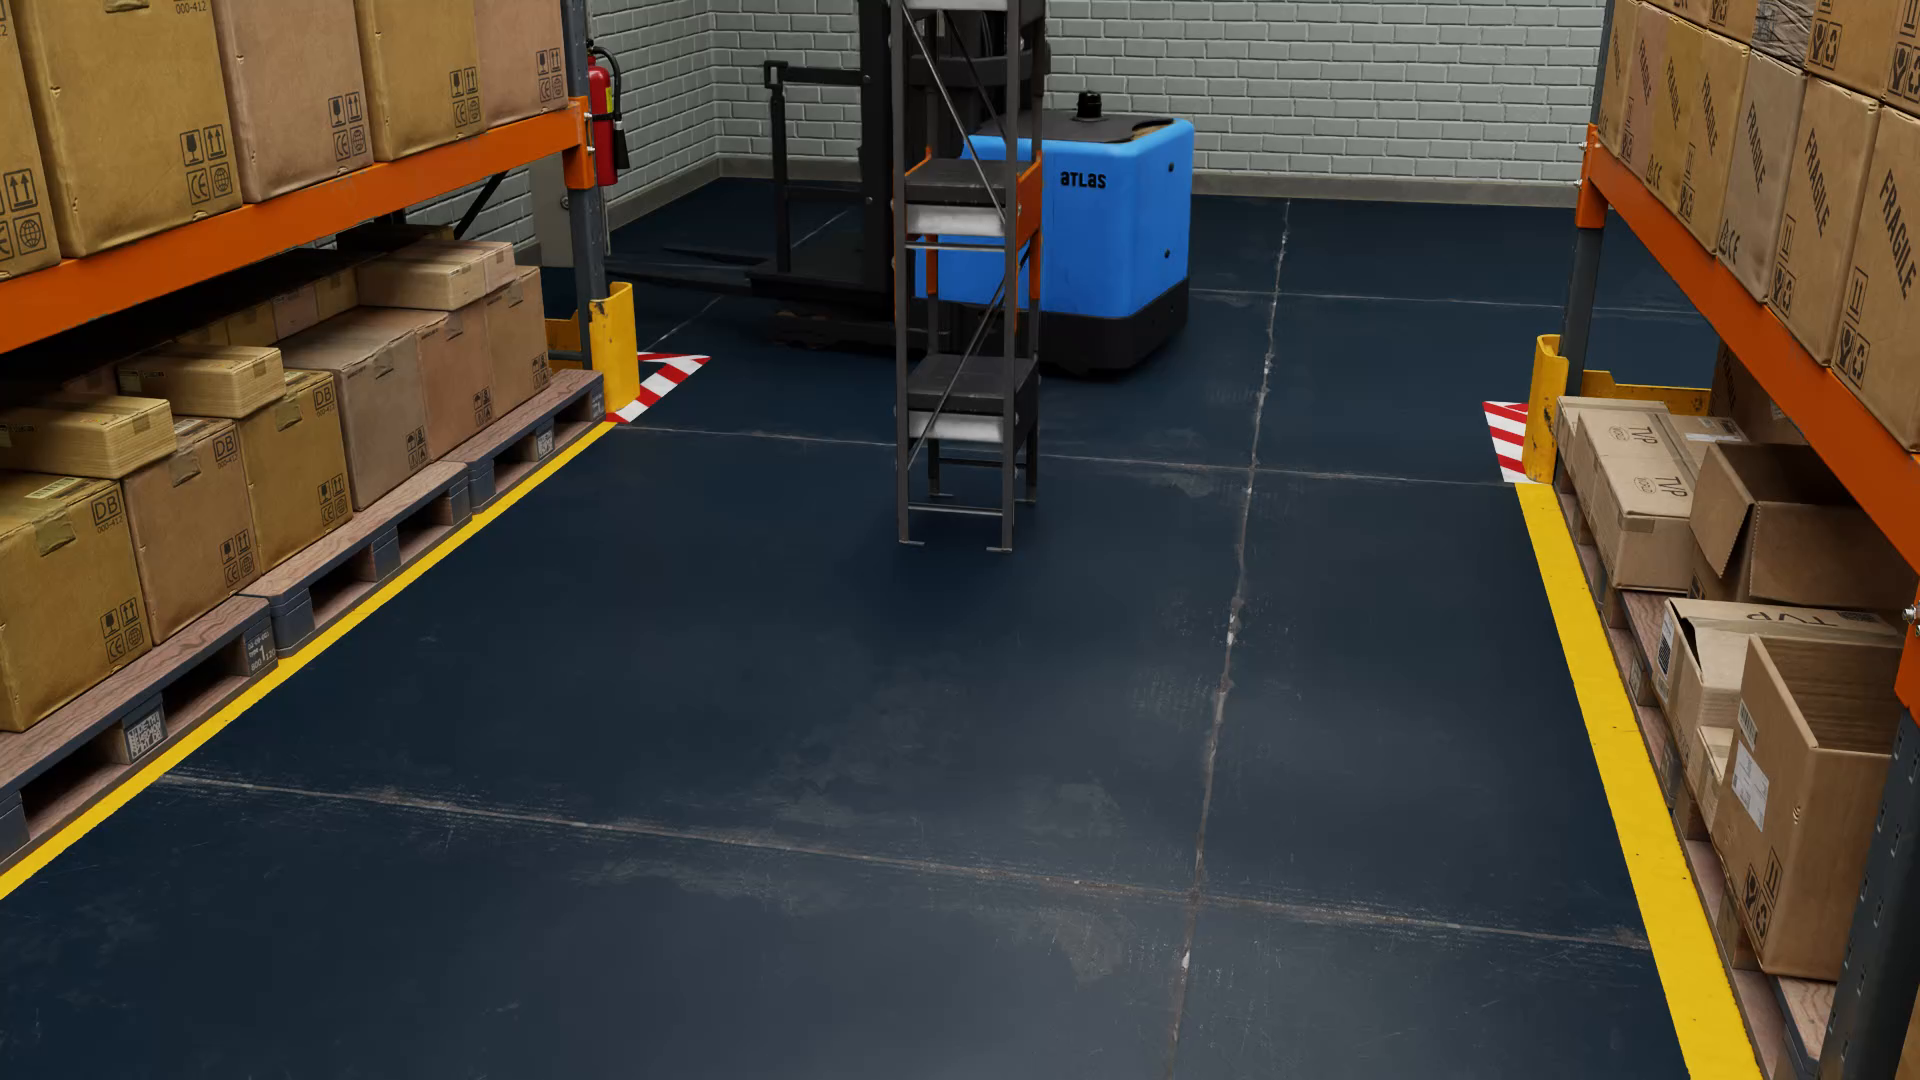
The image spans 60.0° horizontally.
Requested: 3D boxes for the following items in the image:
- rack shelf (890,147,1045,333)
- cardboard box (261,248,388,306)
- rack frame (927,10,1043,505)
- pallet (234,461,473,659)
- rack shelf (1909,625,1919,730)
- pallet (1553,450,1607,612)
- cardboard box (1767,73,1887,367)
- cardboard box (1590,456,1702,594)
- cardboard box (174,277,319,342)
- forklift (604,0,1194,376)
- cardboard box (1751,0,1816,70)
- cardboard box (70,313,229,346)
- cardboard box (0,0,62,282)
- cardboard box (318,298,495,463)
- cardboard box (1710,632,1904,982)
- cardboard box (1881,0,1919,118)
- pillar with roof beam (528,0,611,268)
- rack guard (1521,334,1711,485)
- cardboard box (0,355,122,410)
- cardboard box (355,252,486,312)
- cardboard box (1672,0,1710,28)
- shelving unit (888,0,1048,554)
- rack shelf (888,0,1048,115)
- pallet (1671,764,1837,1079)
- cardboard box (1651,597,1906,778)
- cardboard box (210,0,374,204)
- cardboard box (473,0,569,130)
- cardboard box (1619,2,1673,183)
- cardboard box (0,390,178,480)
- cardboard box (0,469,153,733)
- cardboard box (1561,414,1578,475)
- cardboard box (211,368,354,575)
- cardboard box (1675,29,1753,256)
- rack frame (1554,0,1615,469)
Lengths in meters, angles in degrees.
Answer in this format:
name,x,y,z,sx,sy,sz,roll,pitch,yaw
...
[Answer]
name,x,y,z,sx,sy,sz,roll,pitch,yaw
rack shelf,0.034,-1.022,5.617,0.431,0.518,0.480,4,22,11
cardboard box,-2.355,-0.982,6.192,0.380,0.149,0.250,5,22,11
rack frame,0.084,-1.124,5.833,0.400,2.100,0.015,4,22,11
pallet,-2.375,0.003,5.564,1.003,0.211,1.213,4,22,11
rack shelf,1.589,0.870,0.640,1.077,0.370,4.000,4,22,11
pallet,2.636,-0.044,5.682,1.003,0.211,1.213,4,22,11
cardboard box,1.951,-0.632,3.274,0.500,0.500,0.500,5,22,12
cardboard box,2.220,-0.043,5.037,0.500,0.250,0.500,4,22,11
cardboard box,-2.458,-0.797,5.734,0.380,0.149,0.250,5,22,12
forklift,-0.416,-2.466,8.053,3.031,2.935,1.130,10,24,22
cardboard box,2.051,-1.281,3.548,0.500,0.500,0.500,5,22,11
cardboard box,-2.562,-0.611,5.271,0.380,0.149,0.250,4,22,10
cardboard box,-2.727,-0.907,3.689,0.980,0.700,0.700,5,22,12
cardboard box,-2.184,-0.622,6.168,0.700,0.500,0.500,4,22,11
cardboard box,1.835,0.531,3.278,0.500,0.500,0.500,4,22,11
cardboard box,1.847,-0.910,2.624,0.500,0.500,0.500,5,22,11
pillar with roof beam,1.881,-5.542,7.568,9.100,9.000,0.400,4,22,11
rack guard,2.797,-0.470,6.352,1.175,0.500,0.348,4,22,11
cardboard box,-2.666,-0.424,4.807,0.380,0.149,0.250,4,22,9
cardboard box,-1.981,-0.952,6.118,0.380,0.149,0.250,5,22,12
cardboard box,2.258,-1.651,4.466,0.500,0.500,0.500,5,22,12
shelving unit,0.034,-1.035,5.612,0.431,2.100,0.503,4,22,11
rack shelf,0.034,-1.671,5.355,0.431,0.518,0.480,4,22,11
pallet,2.138,0.848,3.466,1.003,0.211,1.213,4,22,11
cardboard box,1.988,0.344,3.994,0.500,0.311,0.500,4,22,11
cardboard box,-2.434,-1.441,5.014,0.980,0.700,0.700,3,22,8
cardboard box,-2.132,-1.986,6.367,0.980,0.700,0.700,5,23,13
cardboard box,2.364,-1.373,5.113,0.500,0.500,0.500,4,22,10
cardboard box,-2.352,-0.284,4.459,0.380,0.149,0.250,5,23,13
cardboard box,-2.601,0.128,4.304,0.700,0.500,0.500,5,22,12
cardboard box,2.340,-0.329,5.859,0.380,0.166,0.250,4,22,11
cardboard box,-2.388,-0.243,5.225,0.700,0.500,0.500,5,22,12
cardboard box,2.155,-1.007,4.204,0.500,0.500,0.500,5,22,12
rack frame,2.813,-1.658,5.954,1.000,3.000,0.127,4,22,11
